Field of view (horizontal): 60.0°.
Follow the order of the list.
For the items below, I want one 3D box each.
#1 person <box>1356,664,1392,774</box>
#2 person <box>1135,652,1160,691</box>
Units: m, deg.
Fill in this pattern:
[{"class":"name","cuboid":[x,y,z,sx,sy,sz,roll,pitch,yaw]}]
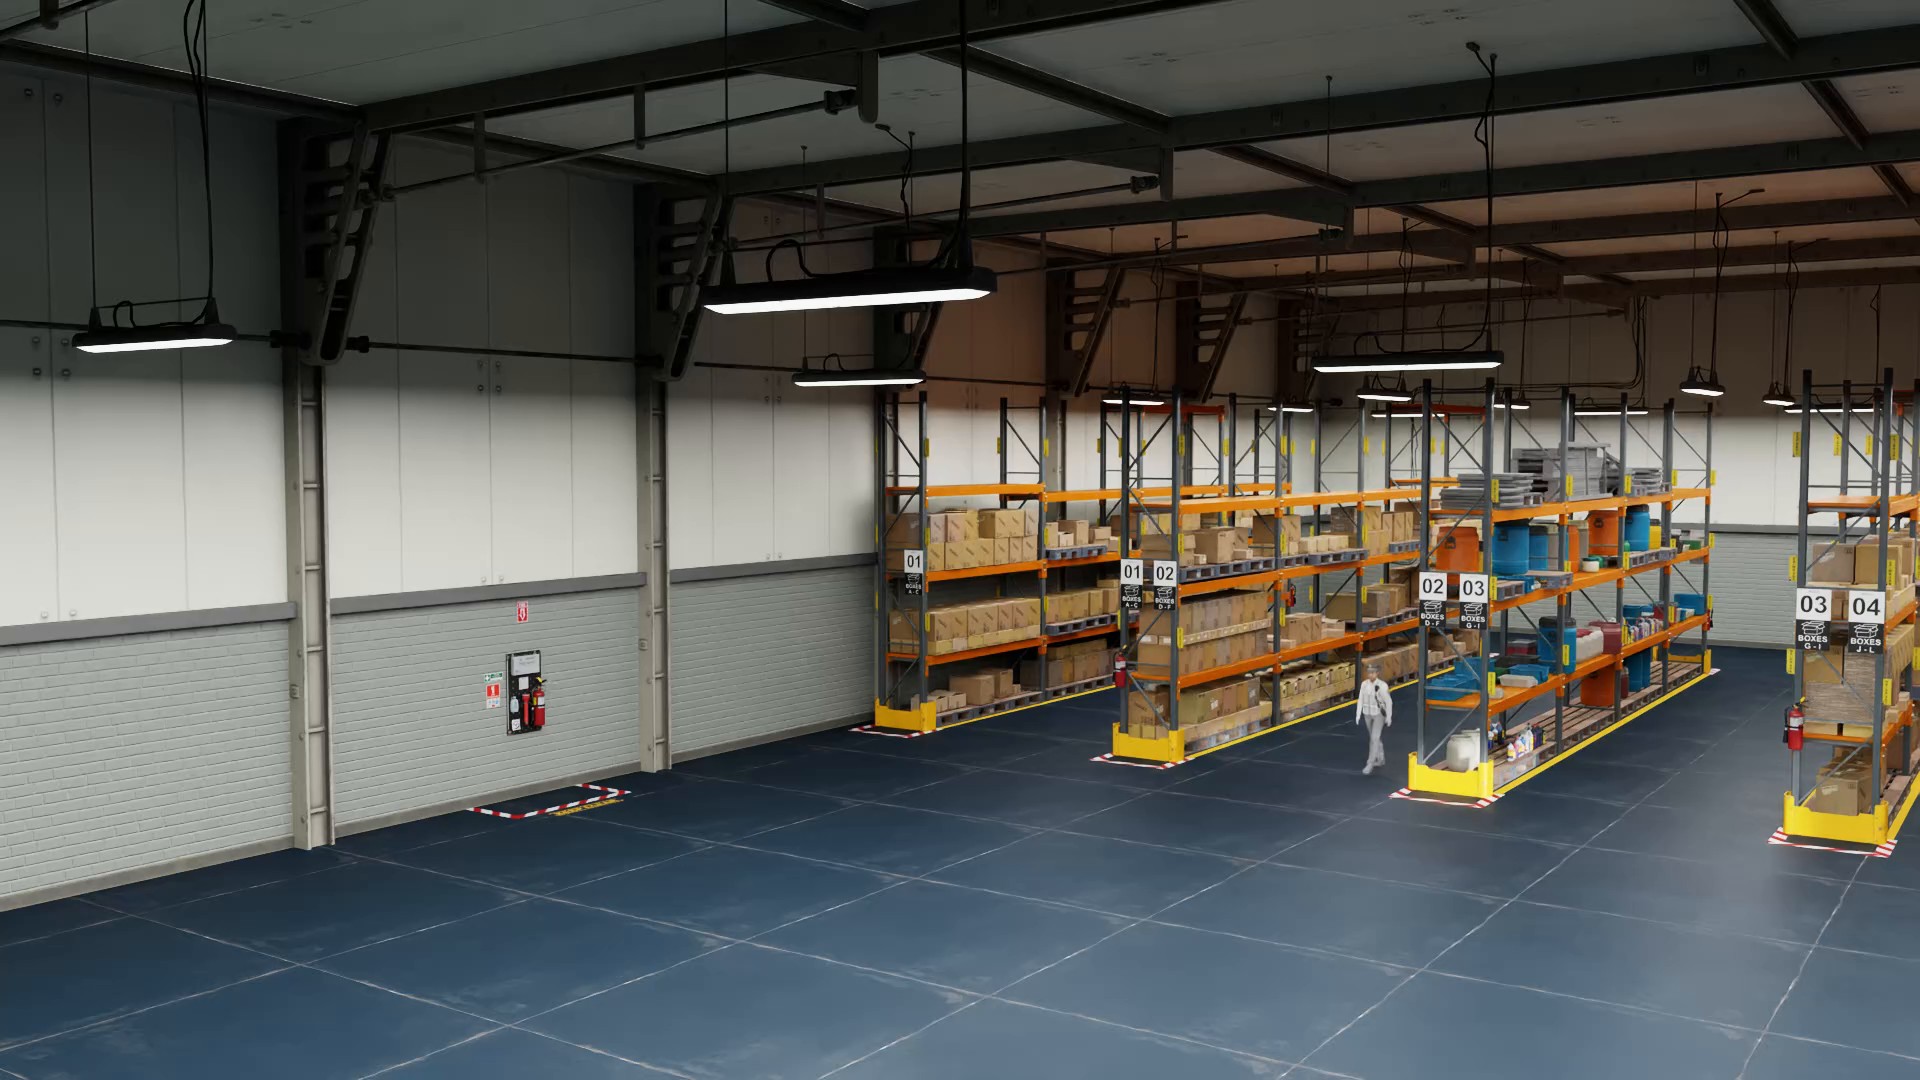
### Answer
[{"class":"person","cuboid":[6.376,2.728,25.771,0.870,1.637,0.501,-3,4,-41]},{"class":"person","cuboid":[3.556,2.464,30.516,0.712,1.698,0.729,3,4,45]}]
